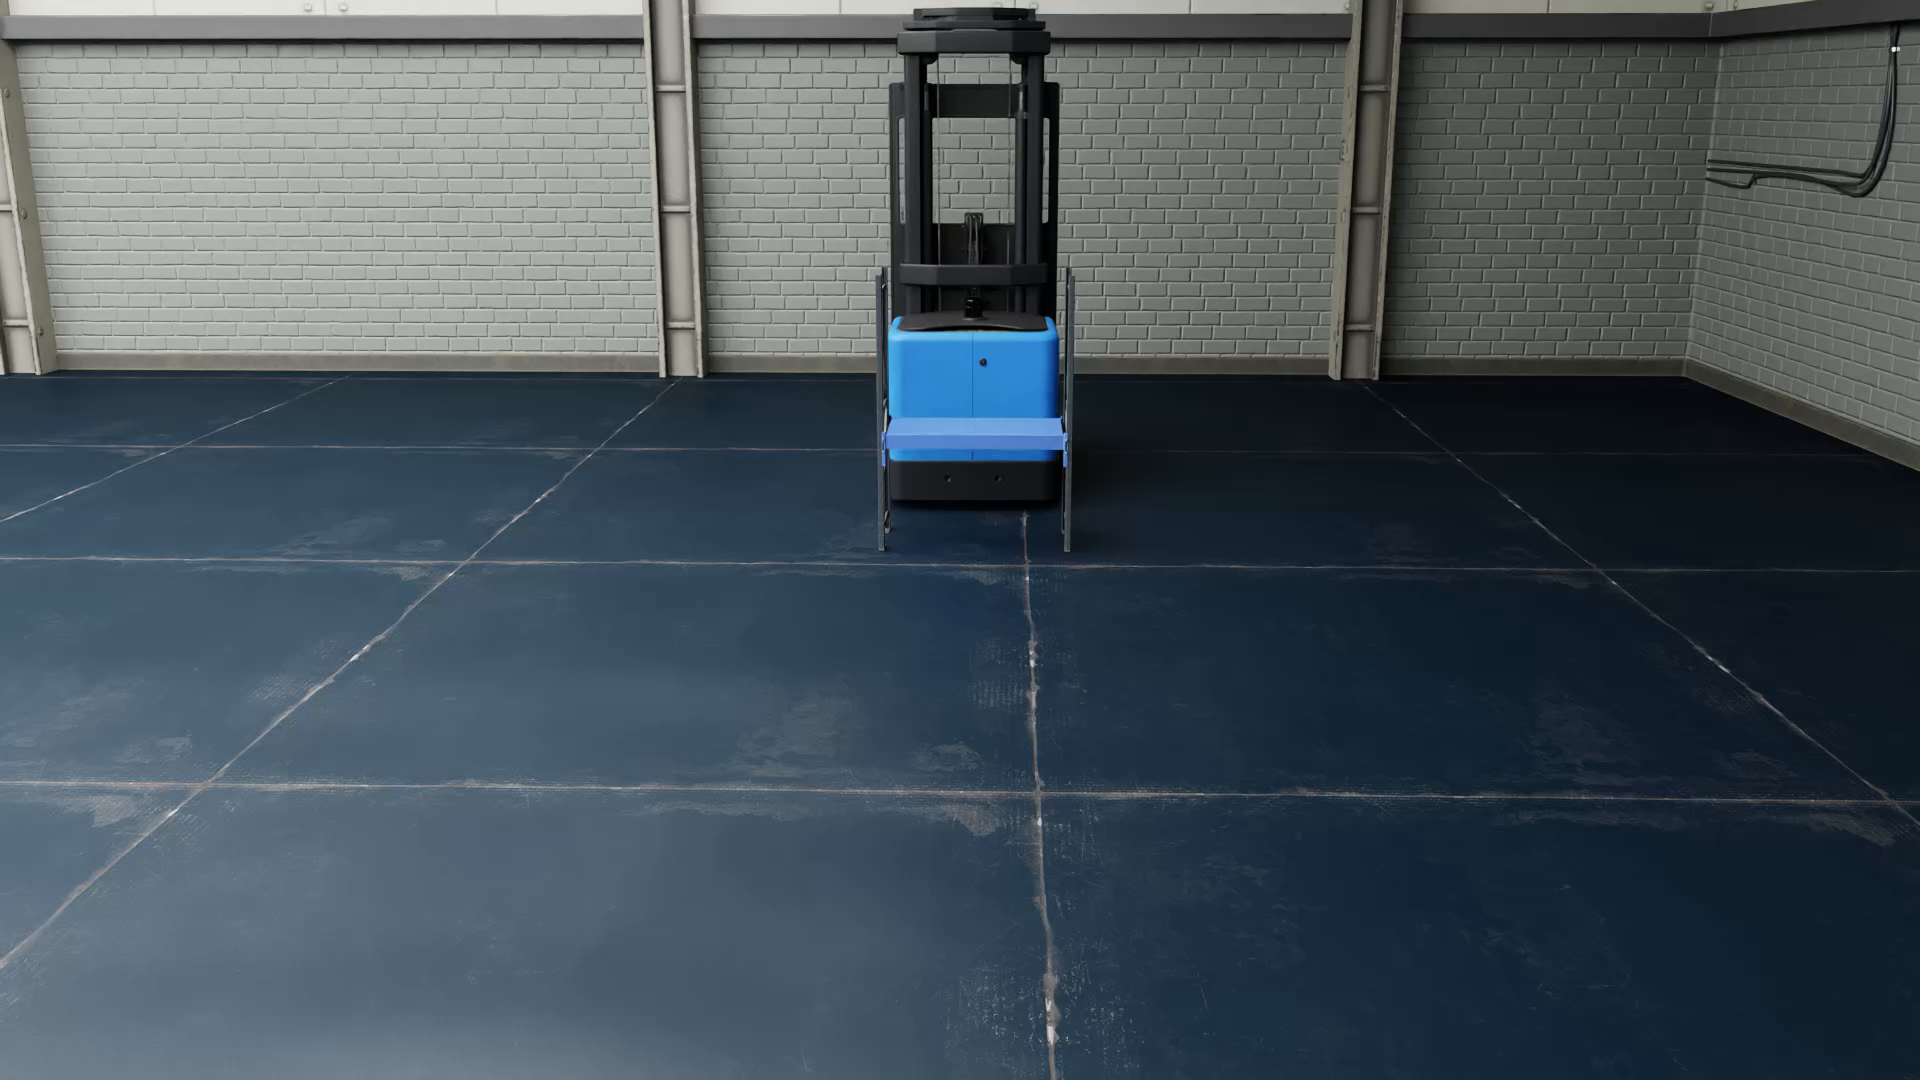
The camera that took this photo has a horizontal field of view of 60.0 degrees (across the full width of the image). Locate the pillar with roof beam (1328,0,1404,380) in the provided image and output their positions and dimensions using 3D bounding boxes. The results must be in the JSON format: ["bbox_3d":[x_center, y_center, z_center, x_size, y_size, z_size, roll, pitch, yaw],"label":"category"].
[{"bbox_3d":[3.405,-4.709,9.549,0.400,9.000,9.100,0,15,1],"label":"pillar with roof beam"}]

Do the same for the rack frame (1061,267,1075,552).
[{"bbox_3d":[0.593,-0.721,9.134,0.032,1.500,0.500,0,15,1],"label":"rack frame"}]

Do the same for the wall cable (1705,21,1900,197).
[{"bbox_3d":[6.426,-3.949,12.755,0.112,2.526,3.097,0,15,1],"label":"wall cable"}]

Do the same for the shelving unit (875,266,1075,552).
[{"bbox_3d":[0.085,-0.725,9.147,1.048,1.500,0.538,0,15,1],"label":"shelving unit"}]

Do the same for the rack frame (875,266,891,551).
[{"bbox_3d":[-0.423,-0.728,9.159,0.032,1.500,0.500,0,15,1],"label":"rack frame"}]

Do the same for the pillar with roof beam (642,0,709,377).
[{"bbox_3d":[-2.594,-4.748,9.697,0.400,9.000,9.100,0,15,1],"label":"pillar with roof beam"}]

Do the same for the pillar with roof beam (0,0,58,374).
[{"bbox_3d":[-8.592,-4.787,9.845,0.400,9.000,9.100,0,15,1],"label":"pillar with roof beam"}]

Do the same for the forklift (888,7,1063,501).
[{"bbox_3d":[0.093,-1.969,11.057,1.130,2.935,3.031,0,15,1],"label":"forklift"}]

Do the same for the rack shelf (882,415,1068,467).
[{"bbox_3d":[0.085,-0.551,9.192,1.000,0.185,0.538,0,15,1],"label":"rack shelf"}]
